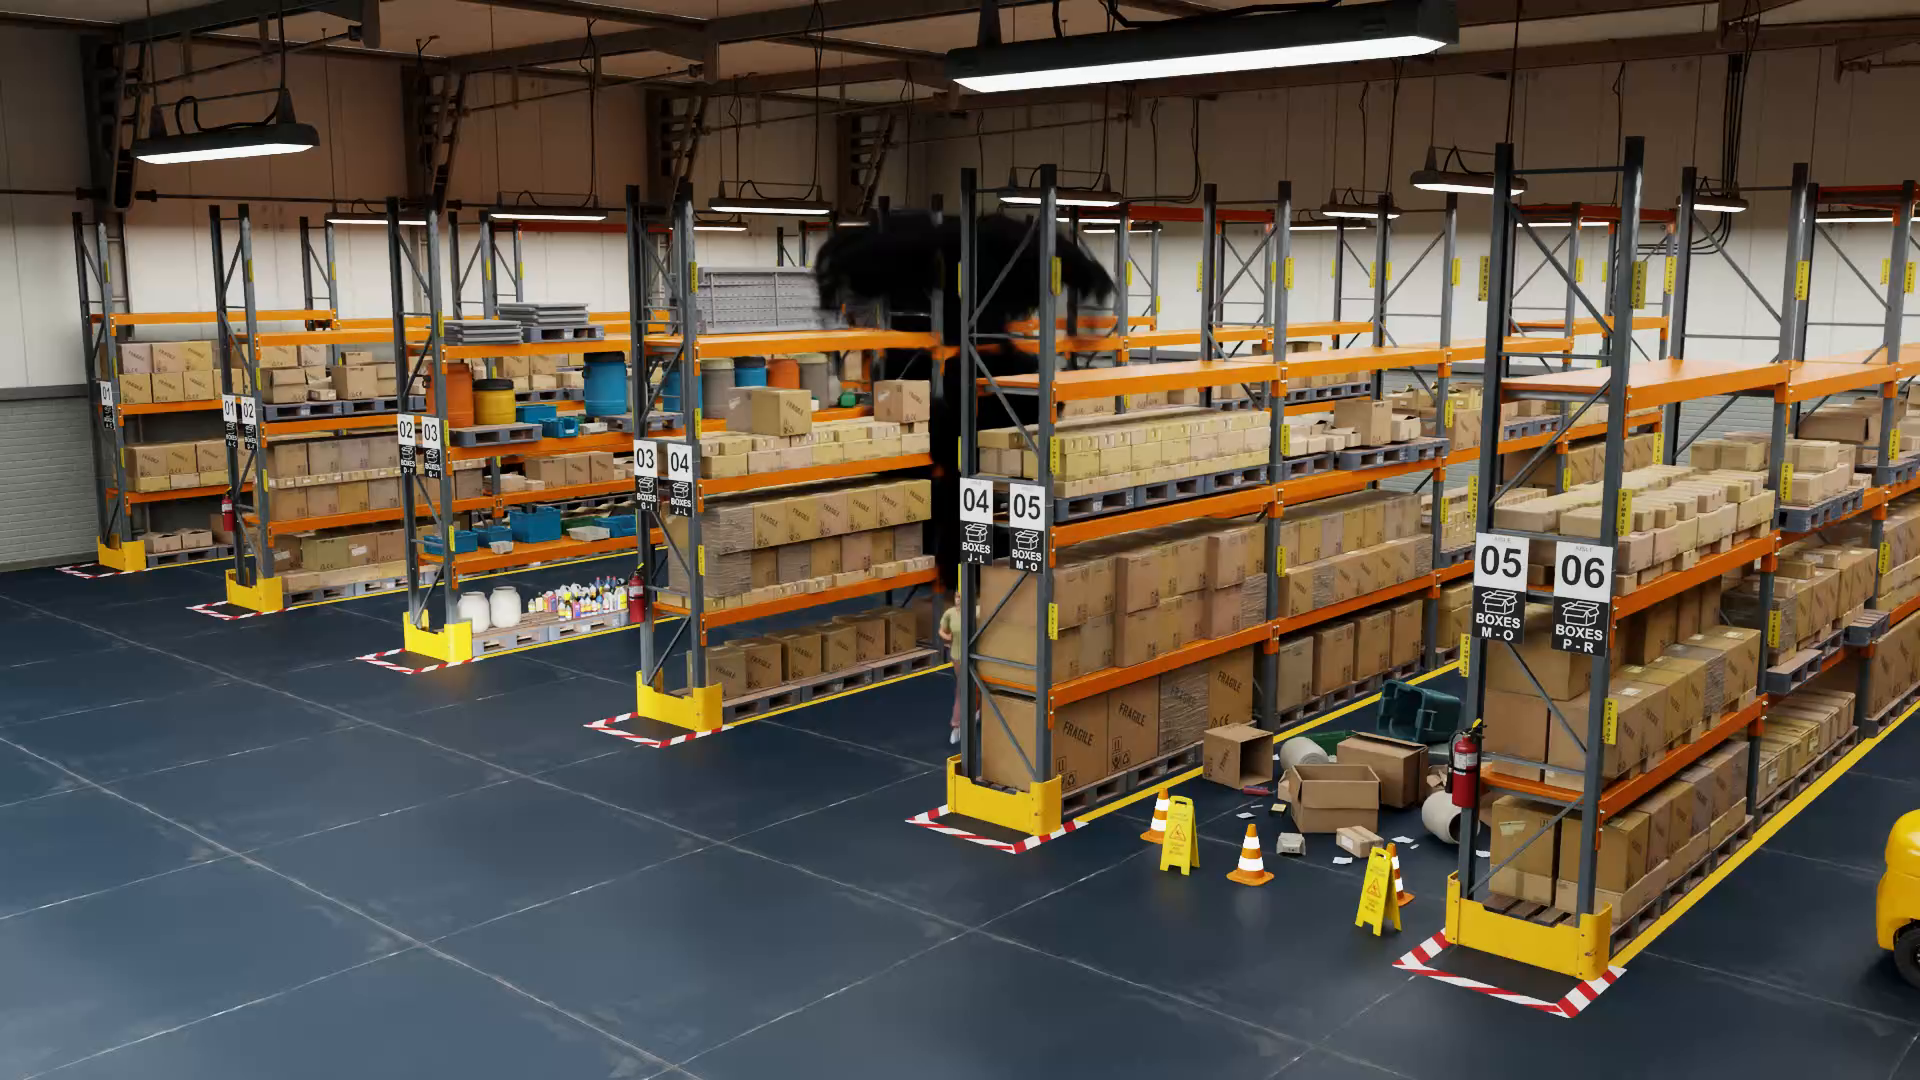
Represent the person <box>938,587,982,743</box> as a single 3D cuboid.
[{"bbox_3d":[0.075,1.318,18.375,0.599,1.707,0.896,4,10,20],"label":"person"}]
